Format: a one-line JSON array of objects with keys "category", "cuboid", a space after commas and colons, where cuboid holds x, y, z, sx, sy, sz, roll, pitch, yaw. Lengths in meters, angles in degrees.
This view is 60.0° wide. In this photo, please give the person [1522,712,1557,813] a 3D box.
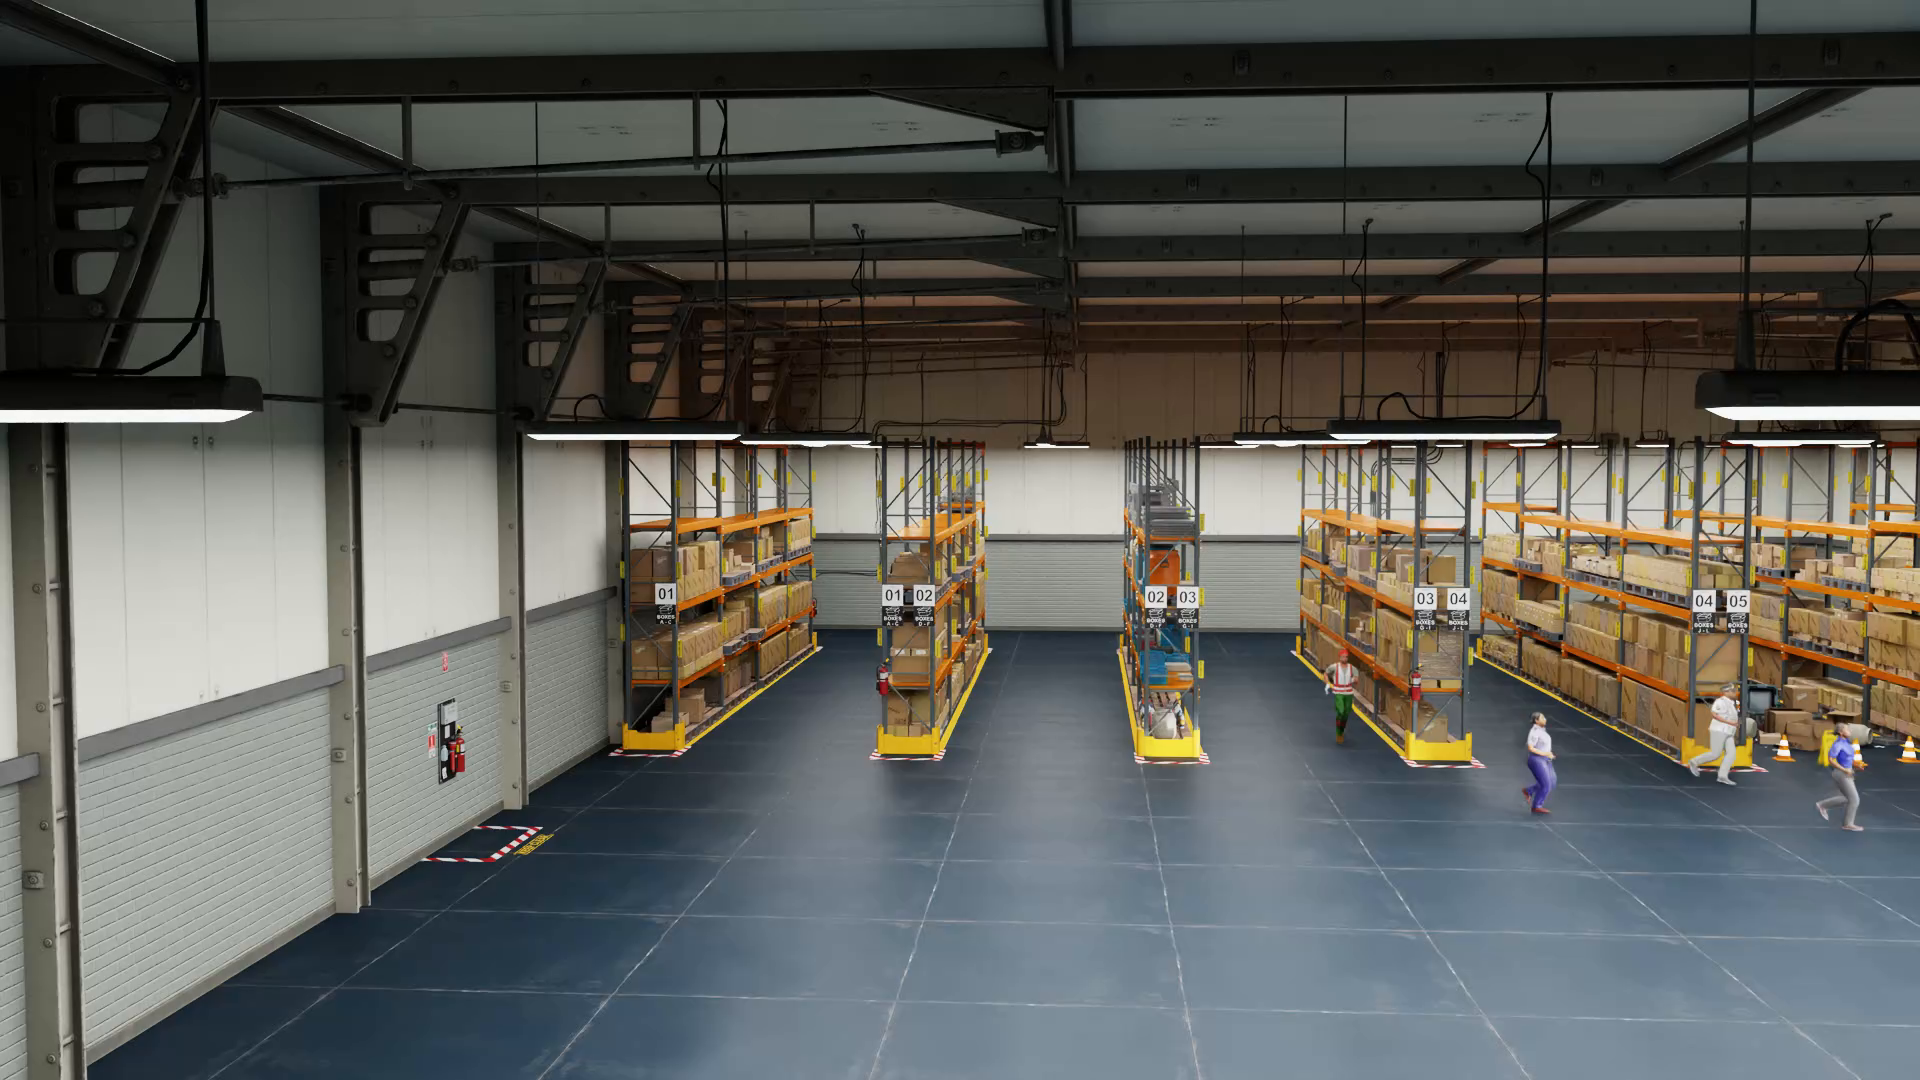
[{"category": "person", "cuboid": [9.173, 3.518, 26.332, 0.571, 1.586, 0.603, 2, 4, 33]}]

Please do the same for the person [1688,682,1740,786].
[{"category": "person", "cuboid": [13.194, 3.326, 28.873, 0.671, 1.733, 0.849, -2, 4, -38]}]

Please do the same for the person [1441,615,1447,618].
[{"category": "person", "cuboid": [13.212, 2.381, 46.516, 0.730, 1.711, 0.532, 3, 4, 43]}]

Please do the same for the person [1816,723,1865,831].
[{"category": "person", "cuboid": [13.319, 3.567, 25.173, 0.678, 1.607, 0.579, 3, 4, 41]}]

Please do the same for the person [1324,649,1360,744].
[{"category": "person", "cuboid": [7.537, 3.075, 32.754, 0.643, 1.846, 0.774, 0, 3, -6]}]
